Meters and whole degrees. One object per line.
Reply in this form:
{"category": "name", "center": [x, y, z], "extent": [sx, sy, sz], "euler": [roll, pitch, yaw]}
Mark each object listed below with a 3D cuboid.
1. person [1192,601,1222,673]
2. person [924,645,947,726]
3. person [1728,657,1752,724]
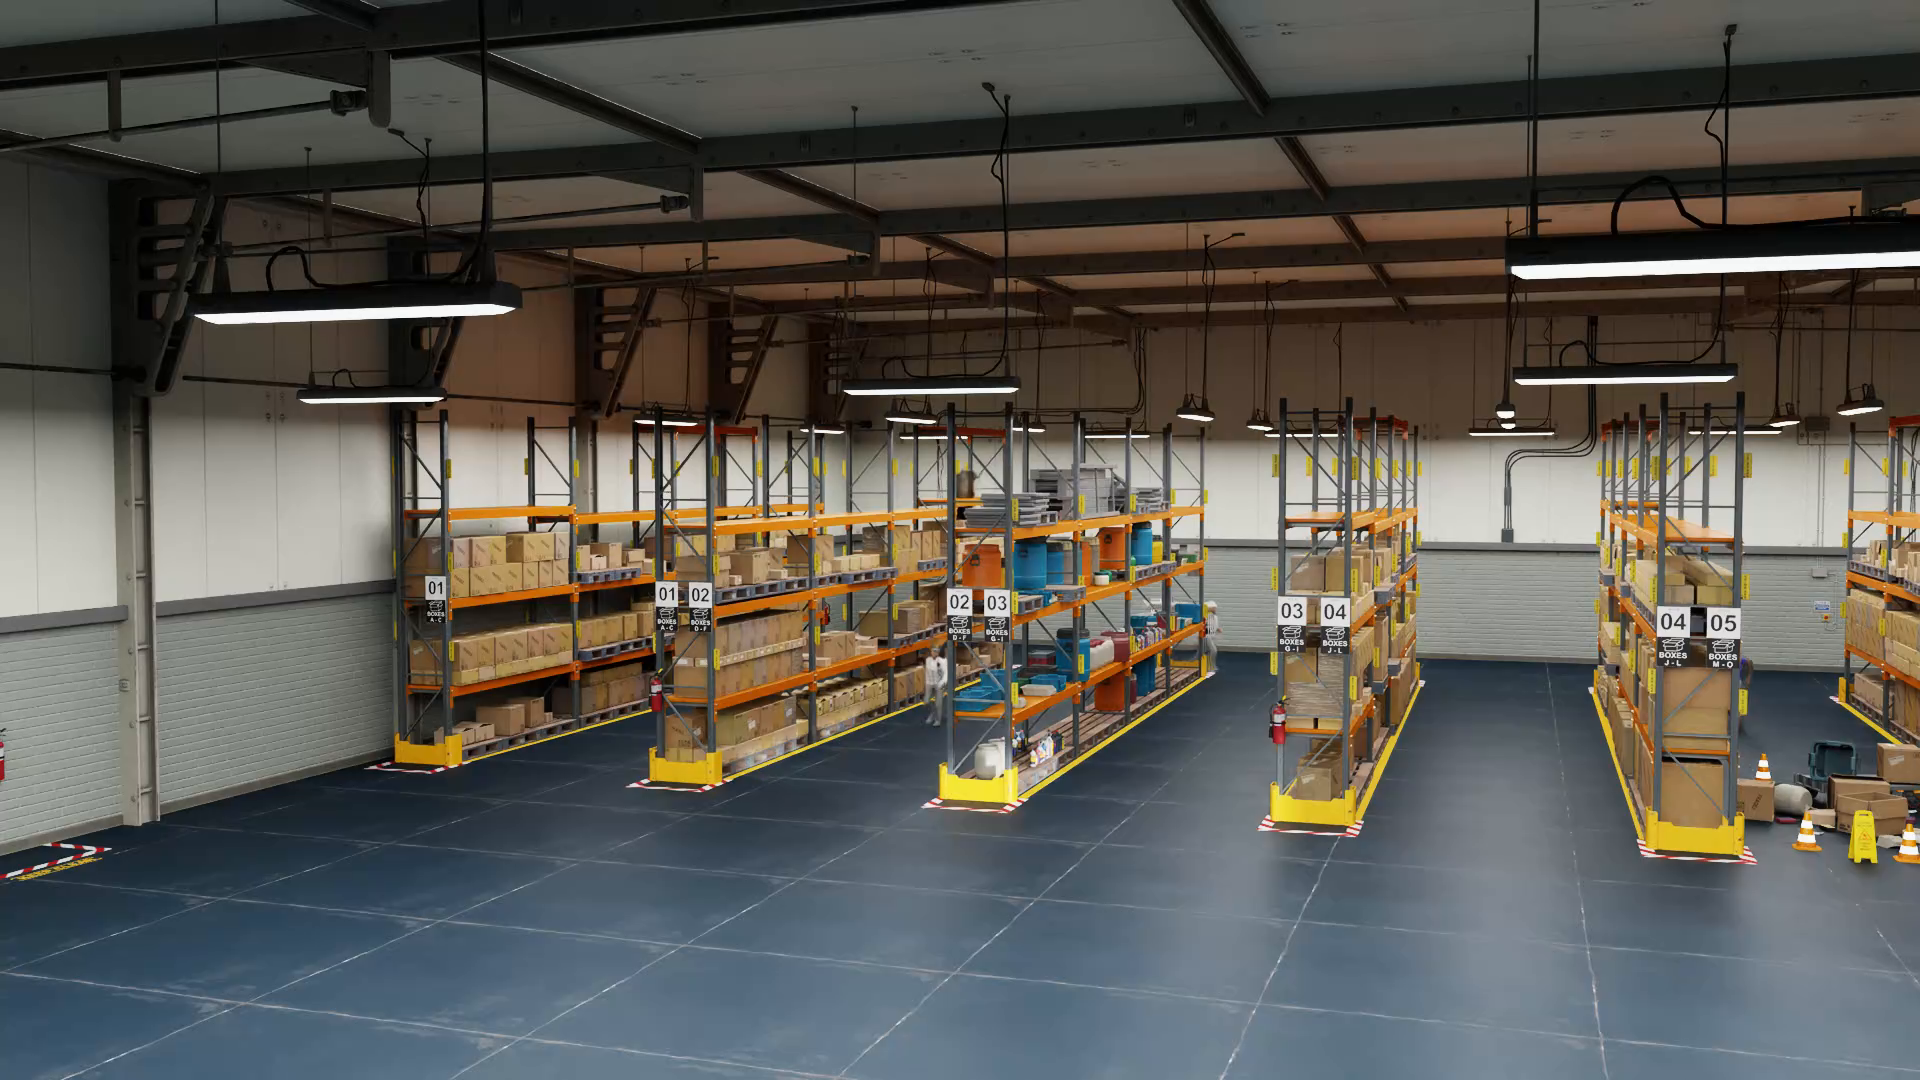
{"category": "person", "center": [6.069, 2.385, 41.059], "extent": [0.872, 1.781, 0.639], "euler": [2, 3, 33]}
{"category": "person", "center": [-0.469, 2.809, 32.013], "extent": [0.600, 1.612, 0.740], "euler": [1, 3, 16]}
{"category": "person", "center": [15.247, 2.863, 32.778], "extent": [0.607, 1.483, 0.780], "euler": [0, 2, 8]}
